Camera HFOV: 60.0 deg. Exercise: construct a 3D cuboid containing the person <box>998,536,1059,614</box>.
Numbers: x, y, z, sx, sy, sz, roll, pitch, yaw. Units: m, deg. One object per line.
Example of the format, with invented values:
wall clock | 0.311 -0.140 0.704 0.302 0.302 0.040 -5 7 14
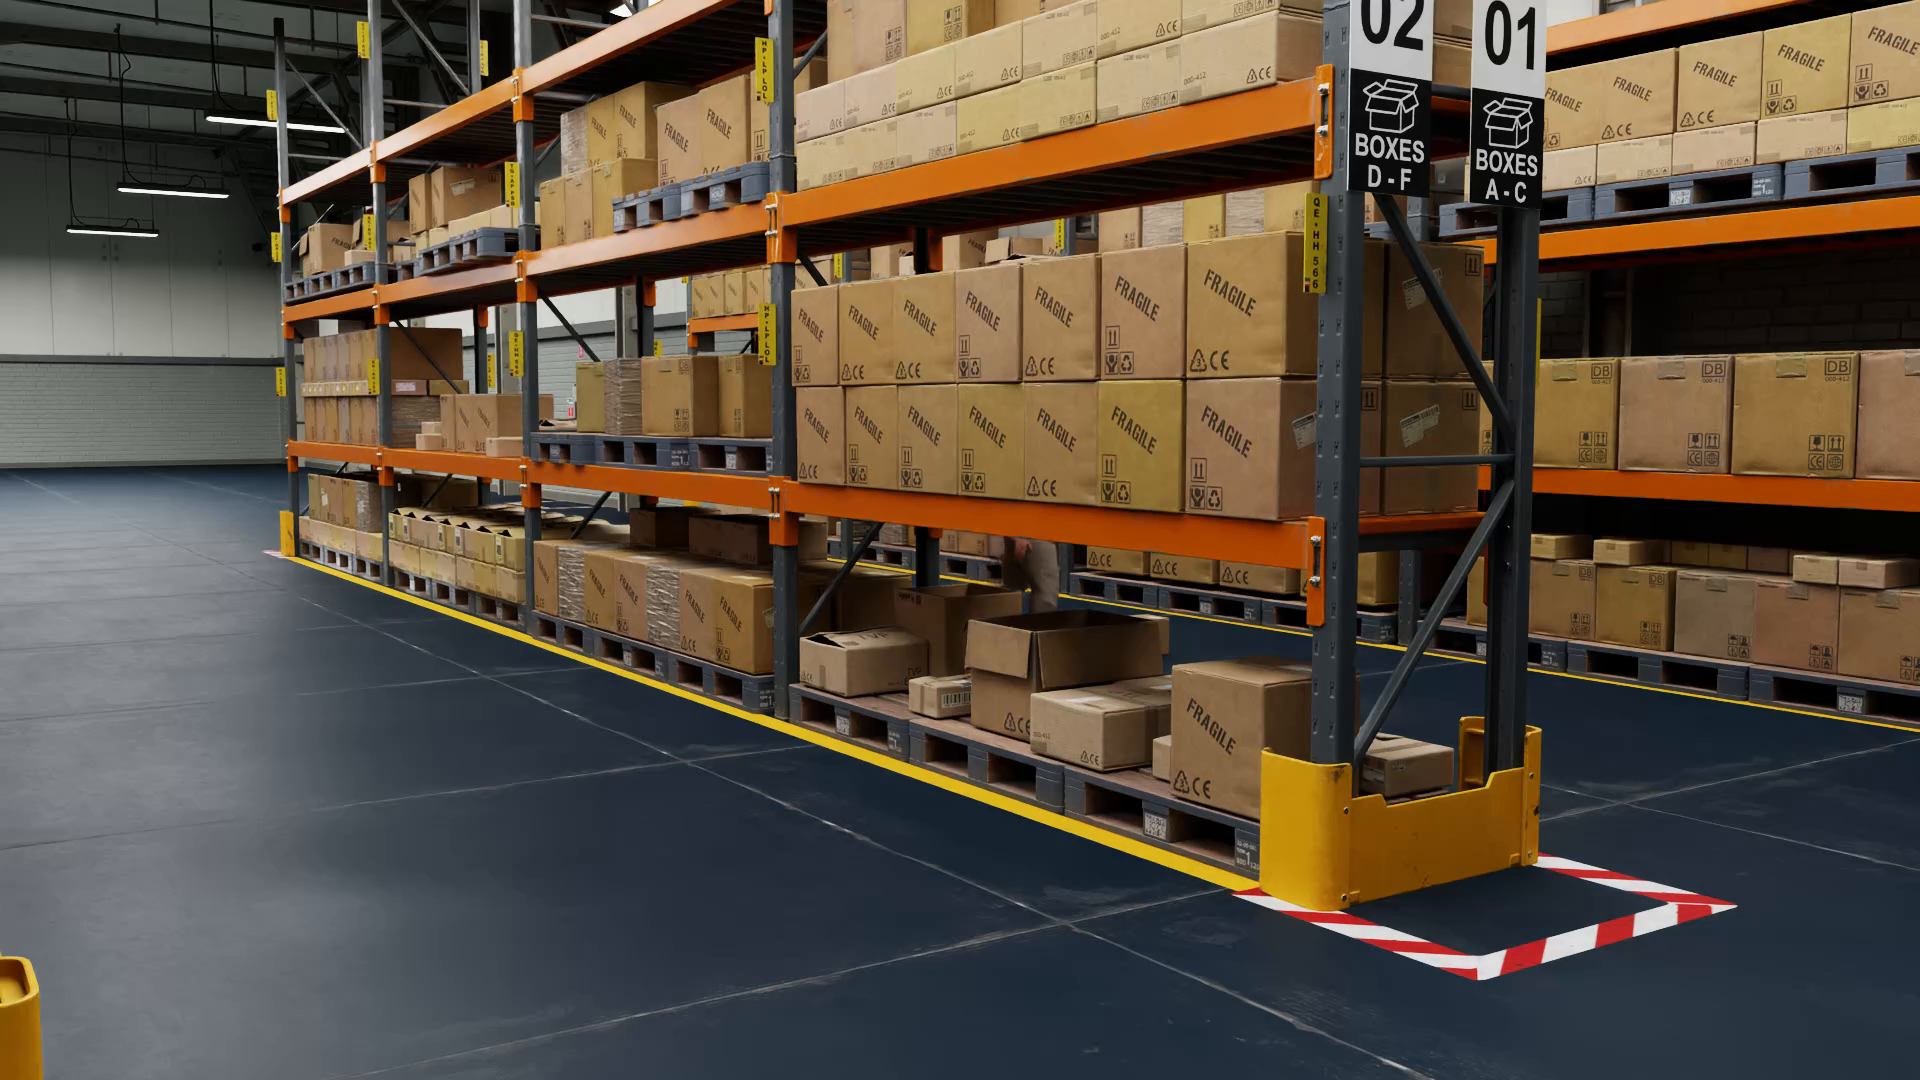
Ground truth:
person | 0.417 -0.049 11.005 0.703 1.702 0.685 -1 5 -8
